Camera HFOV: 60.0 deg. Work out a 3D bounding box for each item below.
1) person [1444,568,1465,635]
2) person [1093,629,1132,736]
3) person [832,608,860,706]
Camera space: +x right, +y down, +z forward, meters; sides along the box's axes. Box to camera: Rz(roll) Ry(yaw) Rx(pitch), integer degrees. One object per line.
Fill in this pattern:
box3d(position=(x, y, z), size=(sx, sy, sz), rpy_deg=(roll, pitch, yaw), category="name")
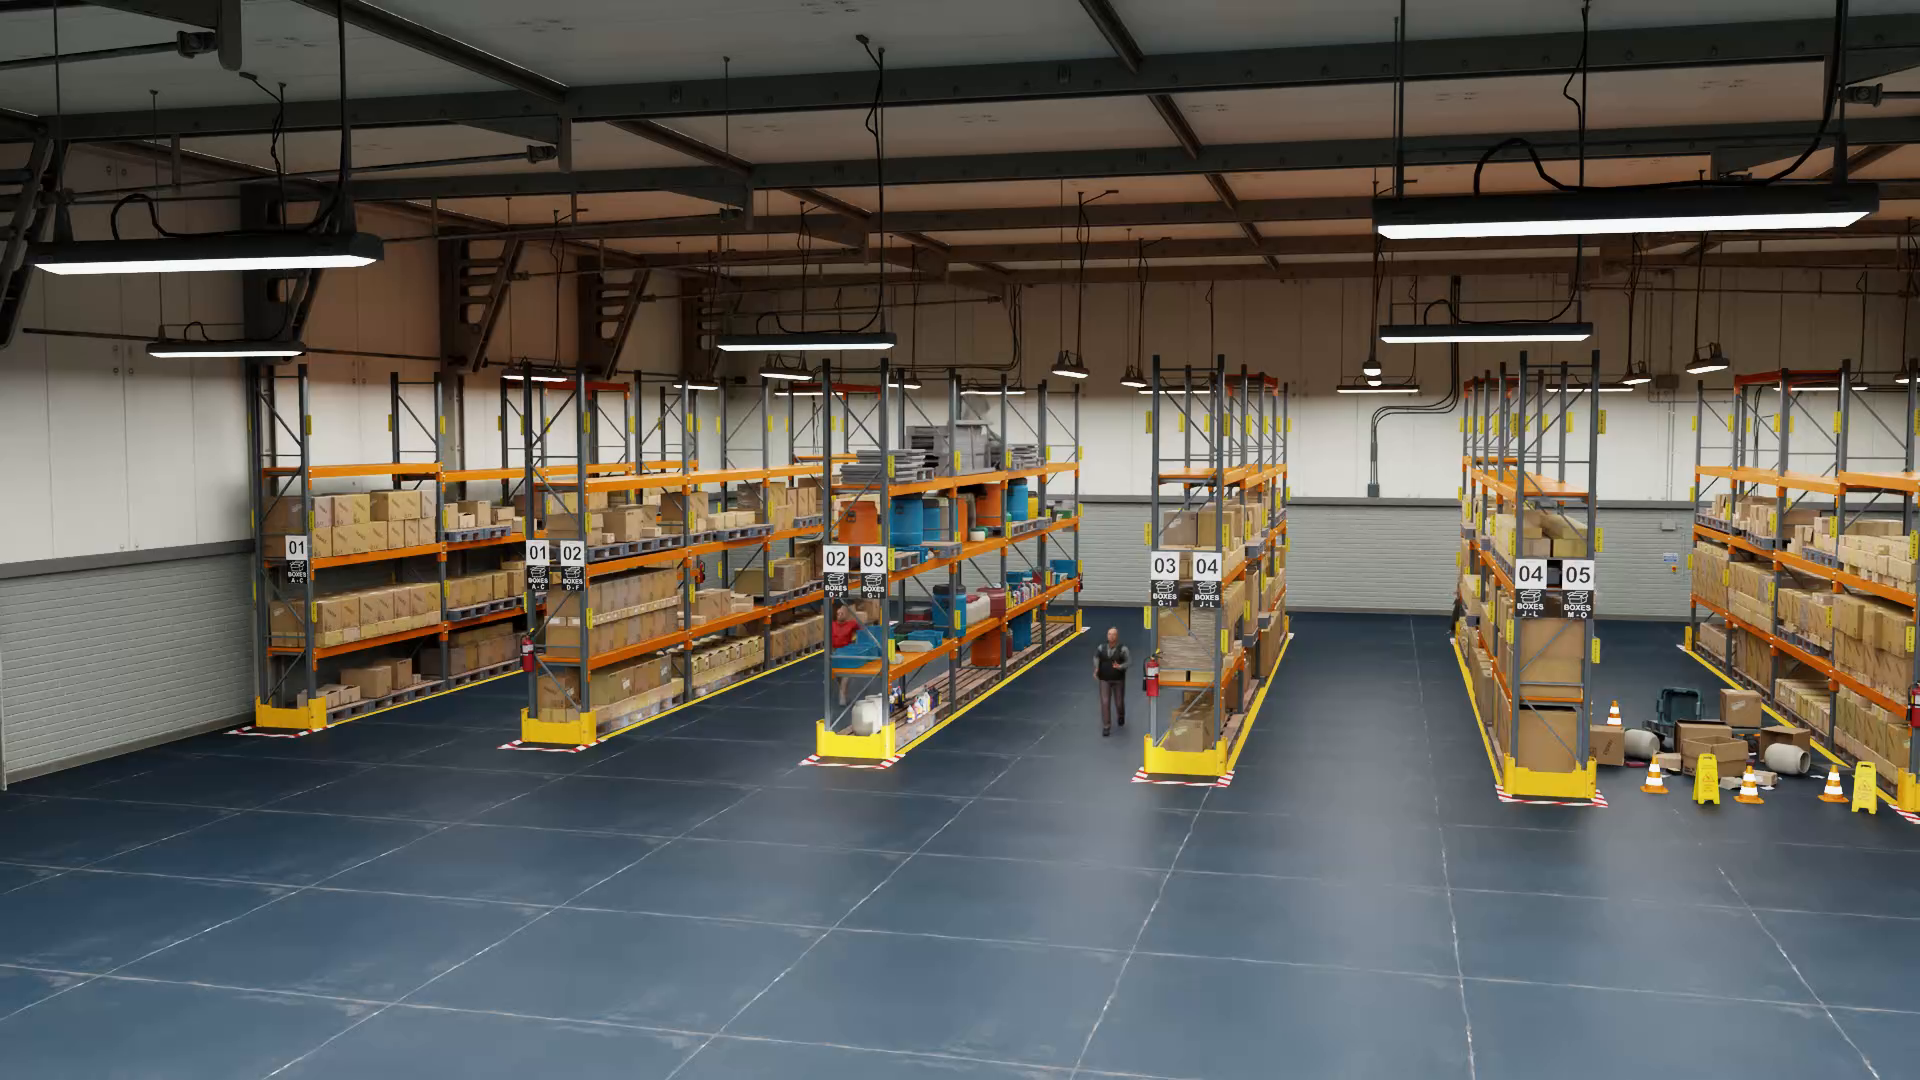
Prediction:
box3d(position=(11.991, 1.455, 39.343), size=(0.916, 1.753, 0.820), rpy_deg=(0, 4, 7), category="person")
box3d(position=(2.463, 2.287, 26.949), size=(0.667, 1.699, 0.915), rpy_deg=(1, 4, 14), category="person")
box3d(position=(-2.118, 2.071, 30.088), size=(0.647, 1.719, 0.950), rpy_deg=(0, 4, 7), category="person")
